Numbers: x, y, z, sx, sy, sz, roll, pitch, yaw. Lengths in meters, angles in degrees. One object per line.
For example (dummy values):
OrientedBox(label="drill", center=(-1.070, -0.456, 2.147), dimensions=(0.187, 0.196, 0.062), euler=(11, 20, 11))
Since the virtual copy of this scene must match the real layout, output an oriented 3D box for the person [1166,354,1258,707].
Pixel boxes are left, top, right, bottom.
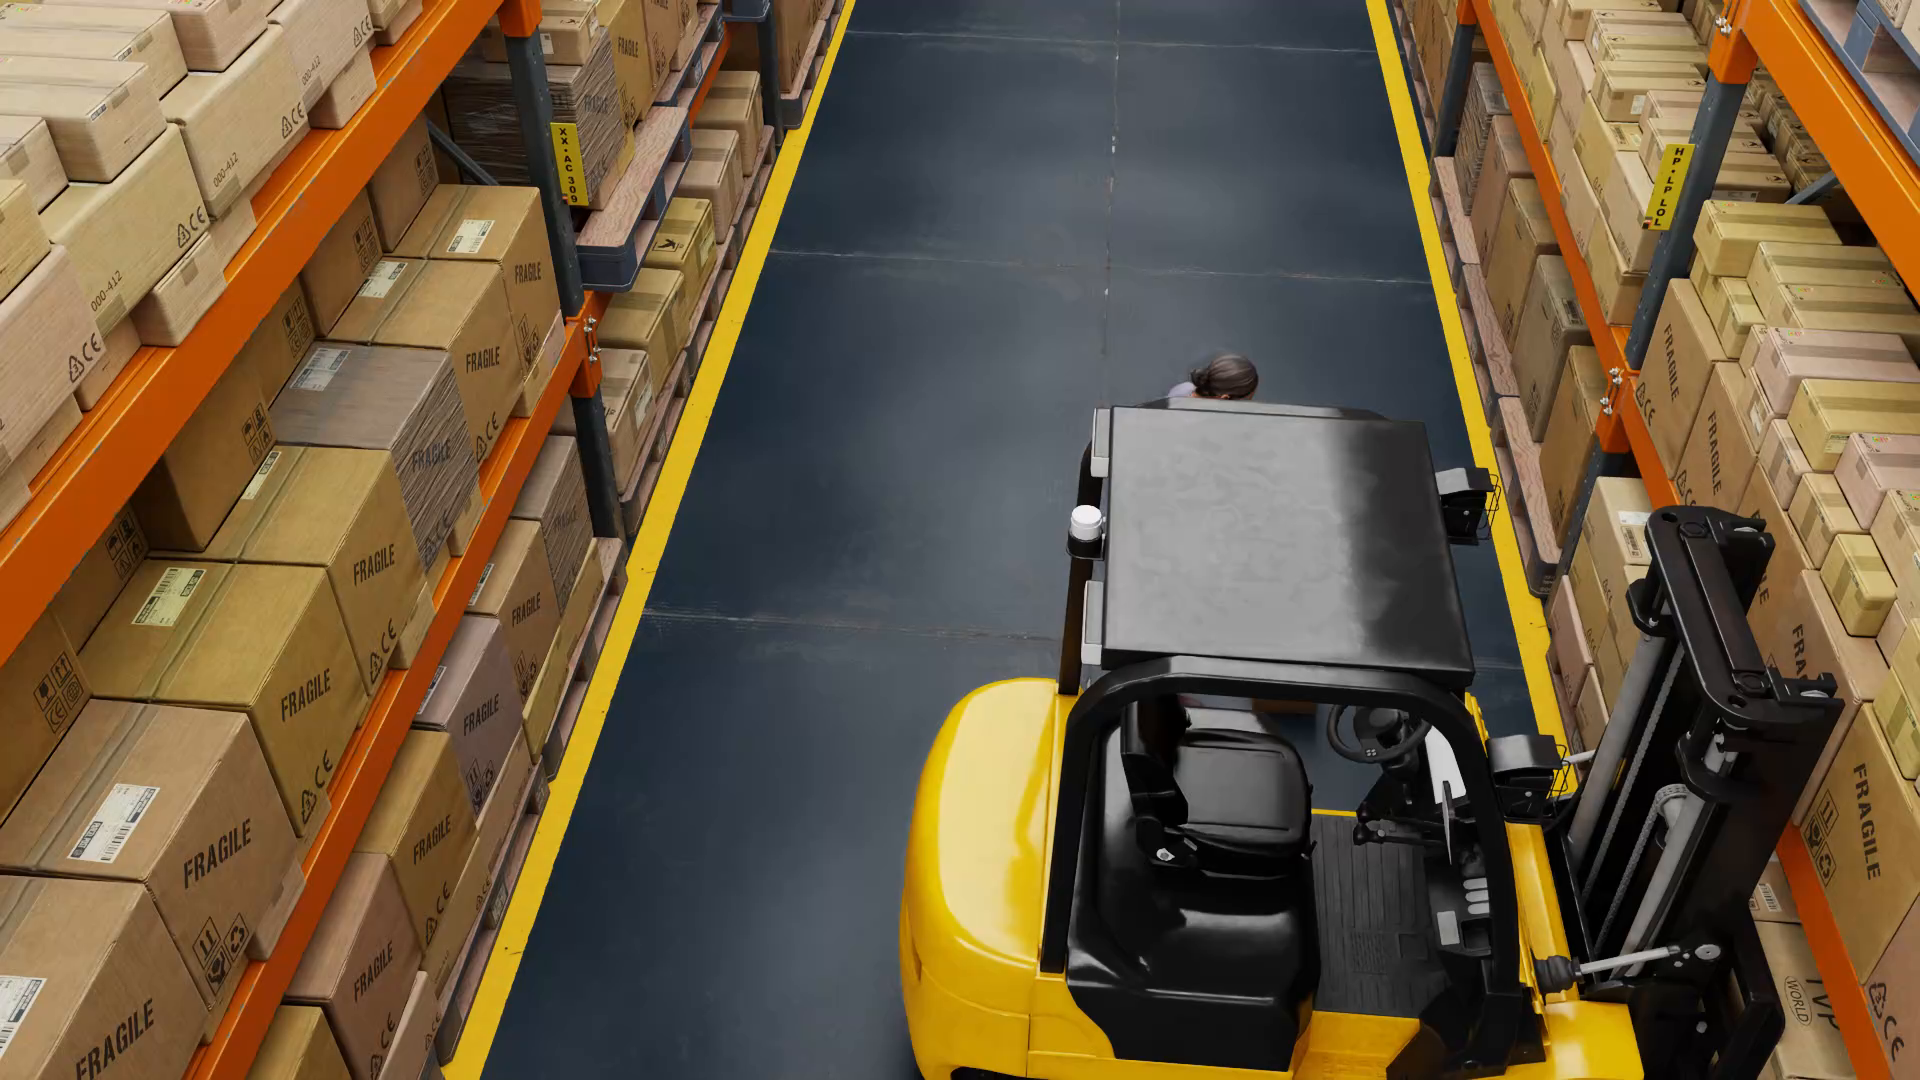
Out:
OrientedBox(label="person", center=(0.827, -0.031, 6.263), dimensions=(0.426, 1.587, 0.504), euler=(4, 40, 5))
